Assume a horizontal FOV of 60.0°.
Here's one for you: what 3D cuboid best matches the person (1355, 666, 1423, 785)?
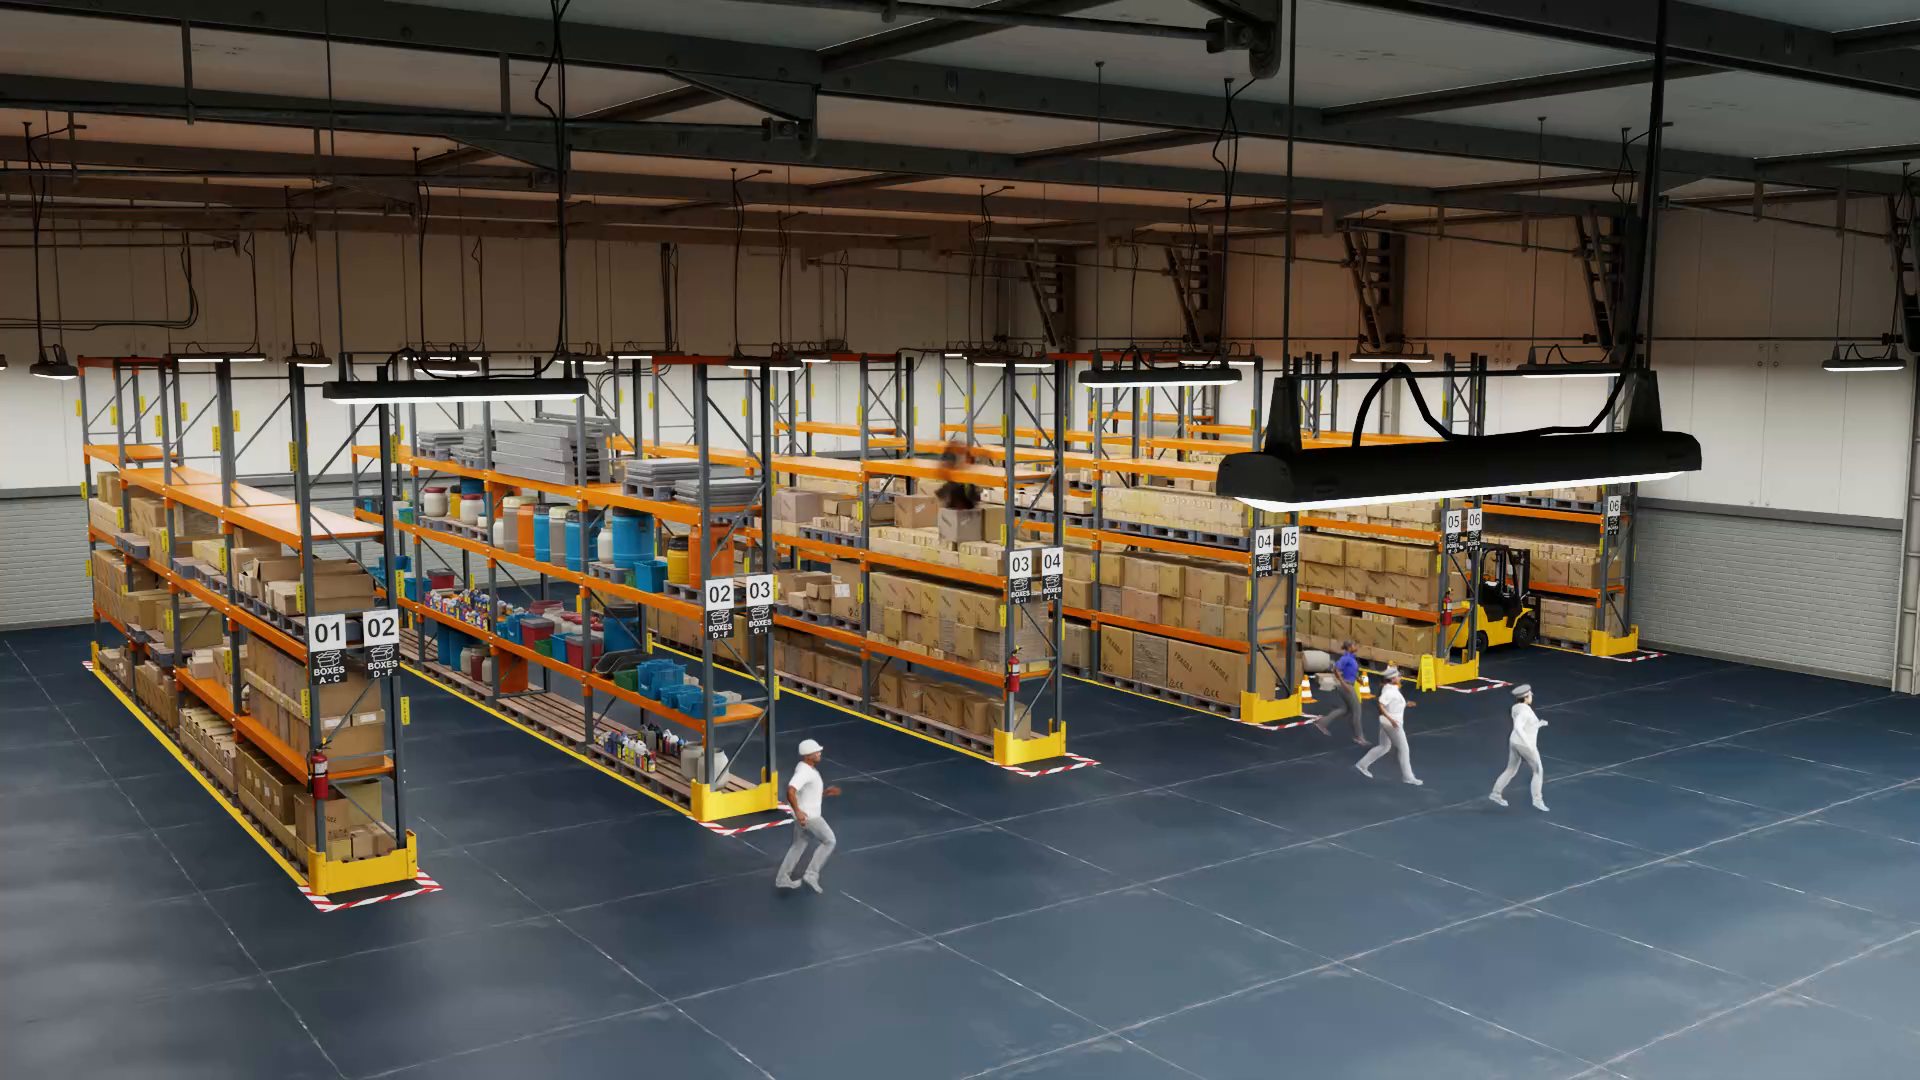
[{"bbox_3d":[6.106,2.618,23.575,0.939,1.686,0.576,0,7,3],"label":"person"}]

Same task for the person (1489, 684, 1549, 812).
[{"bbox_3d":[7.519,2.791,22.253,0.791,1.742,0.587,-1,7,-11],"label":"person"}]

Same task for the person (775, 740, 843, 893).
[{"bbox_3d":[-1.718,3.164,19.007,0.808,1.787,0.669,-2,7,-15],"label":"person"}]

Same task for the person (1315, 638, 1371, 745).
[{"bbox_3d":[6.036,2.377,26.123,0.869,1.667,0.594,2,7,13],"label":"person"}]
